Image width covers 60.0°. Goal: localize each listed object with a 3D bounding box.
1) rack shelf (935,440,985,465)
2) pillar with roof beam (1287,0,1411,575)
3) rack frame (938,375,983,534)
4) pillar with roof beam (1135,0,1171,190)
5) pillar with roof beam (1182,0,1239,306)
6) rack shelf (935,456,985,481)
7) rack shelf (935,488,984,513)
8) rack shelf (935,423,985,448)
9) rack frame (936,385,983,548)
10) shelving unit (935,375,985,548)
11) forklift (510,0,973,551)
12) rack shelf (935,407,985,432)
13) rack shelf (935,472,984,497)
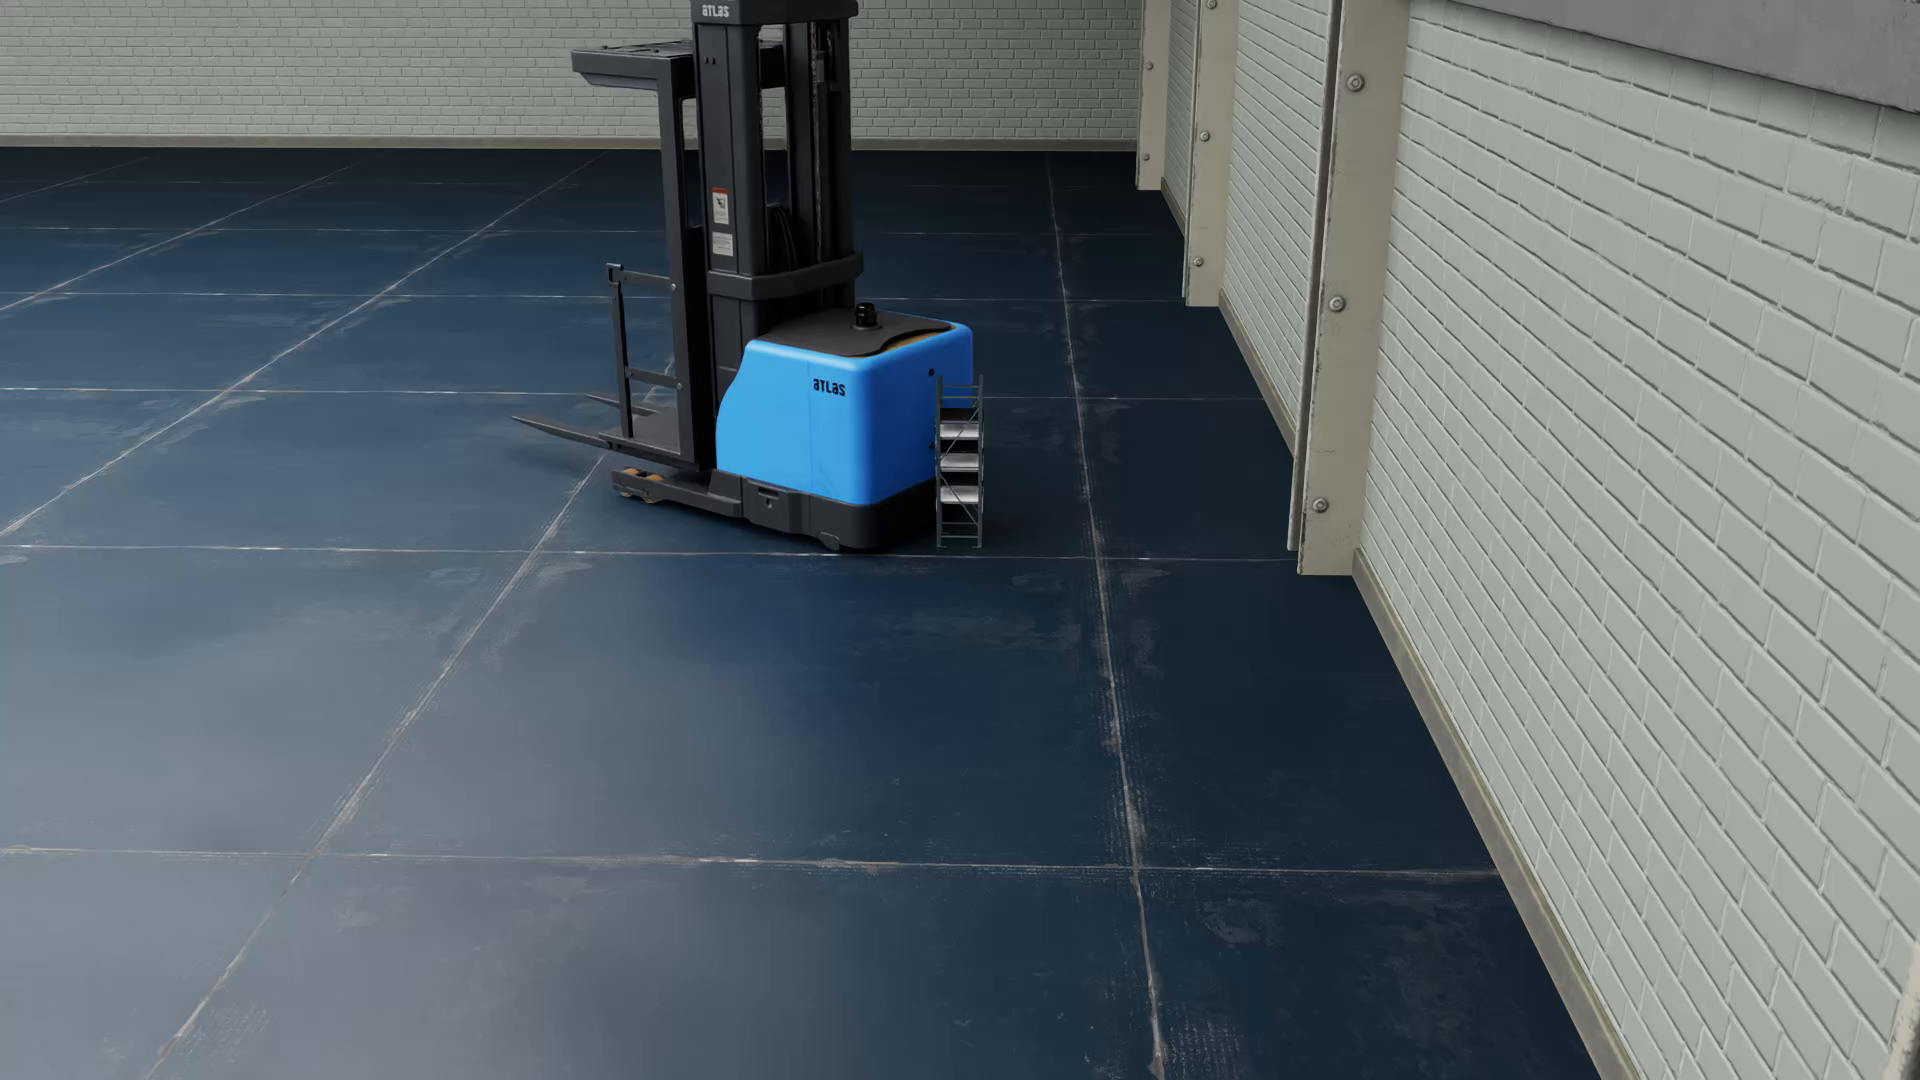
[{"bbox_3d":[0.000,-0.469,8.838,0.258,0.077,0.200,1,21,2],"label":"rack shelf"},{"bbox_3d":[-2.397,-4.134,7.244,9.100,9.000,0.400,1,21,2],"label":"pillar with roof beam"},{"bbox_3d":[0.003,-0.453,8.953,0.240,0.900,0.006,1,21,2],"label":"rack frame"},{"bbox_3d":[-2.032,-8.473,18.426,9.100,9.000,0.400,1,21,2],"label":"pillar with roof beam"},{"bbox_3d":[-2.214,-6.304,12.835,9.100,9.000,0.400,1,21,2],"label":"pillar with roof beam"},{"bbox_3d":[0.000,-0.386,8.871,0.258,0.077,0.200,1,21,2],"label":"rack shelf"},{"bbox_3d":[0.000,-0.218,8.936,0.258,0.077,0.200,1,21,2],"label":"rack shelf"},{"bbox_3d":[0.000,-0.553,8.806,0.258,0.077,0.200,1,21,2],"label":"rack shelf"},{"bbox_3d":[-0.003,-0.380,8.764,0.240,0.900,0.006,1,21,2],"label":"rack frame"},{"bbox_3d":[0.000,-0.417,8.859,0.258,0.900,0.210,1,21,2],"label":"shelving unit"},{"bbox_3d":[-1.405,-1.713,9.391,3.031,2.935,1.130,15,26,33],"label":"forklift"},{"bbox_3d":[0.000,-0.637,8.773,0.258,0.077,0.200,1,21,2],"label":"rack shelf"},{"bbox_3d":[0.000,-0.302,8.903,0.258,0.077,0.200,1,21,2],"label":"rack shelf"}]
